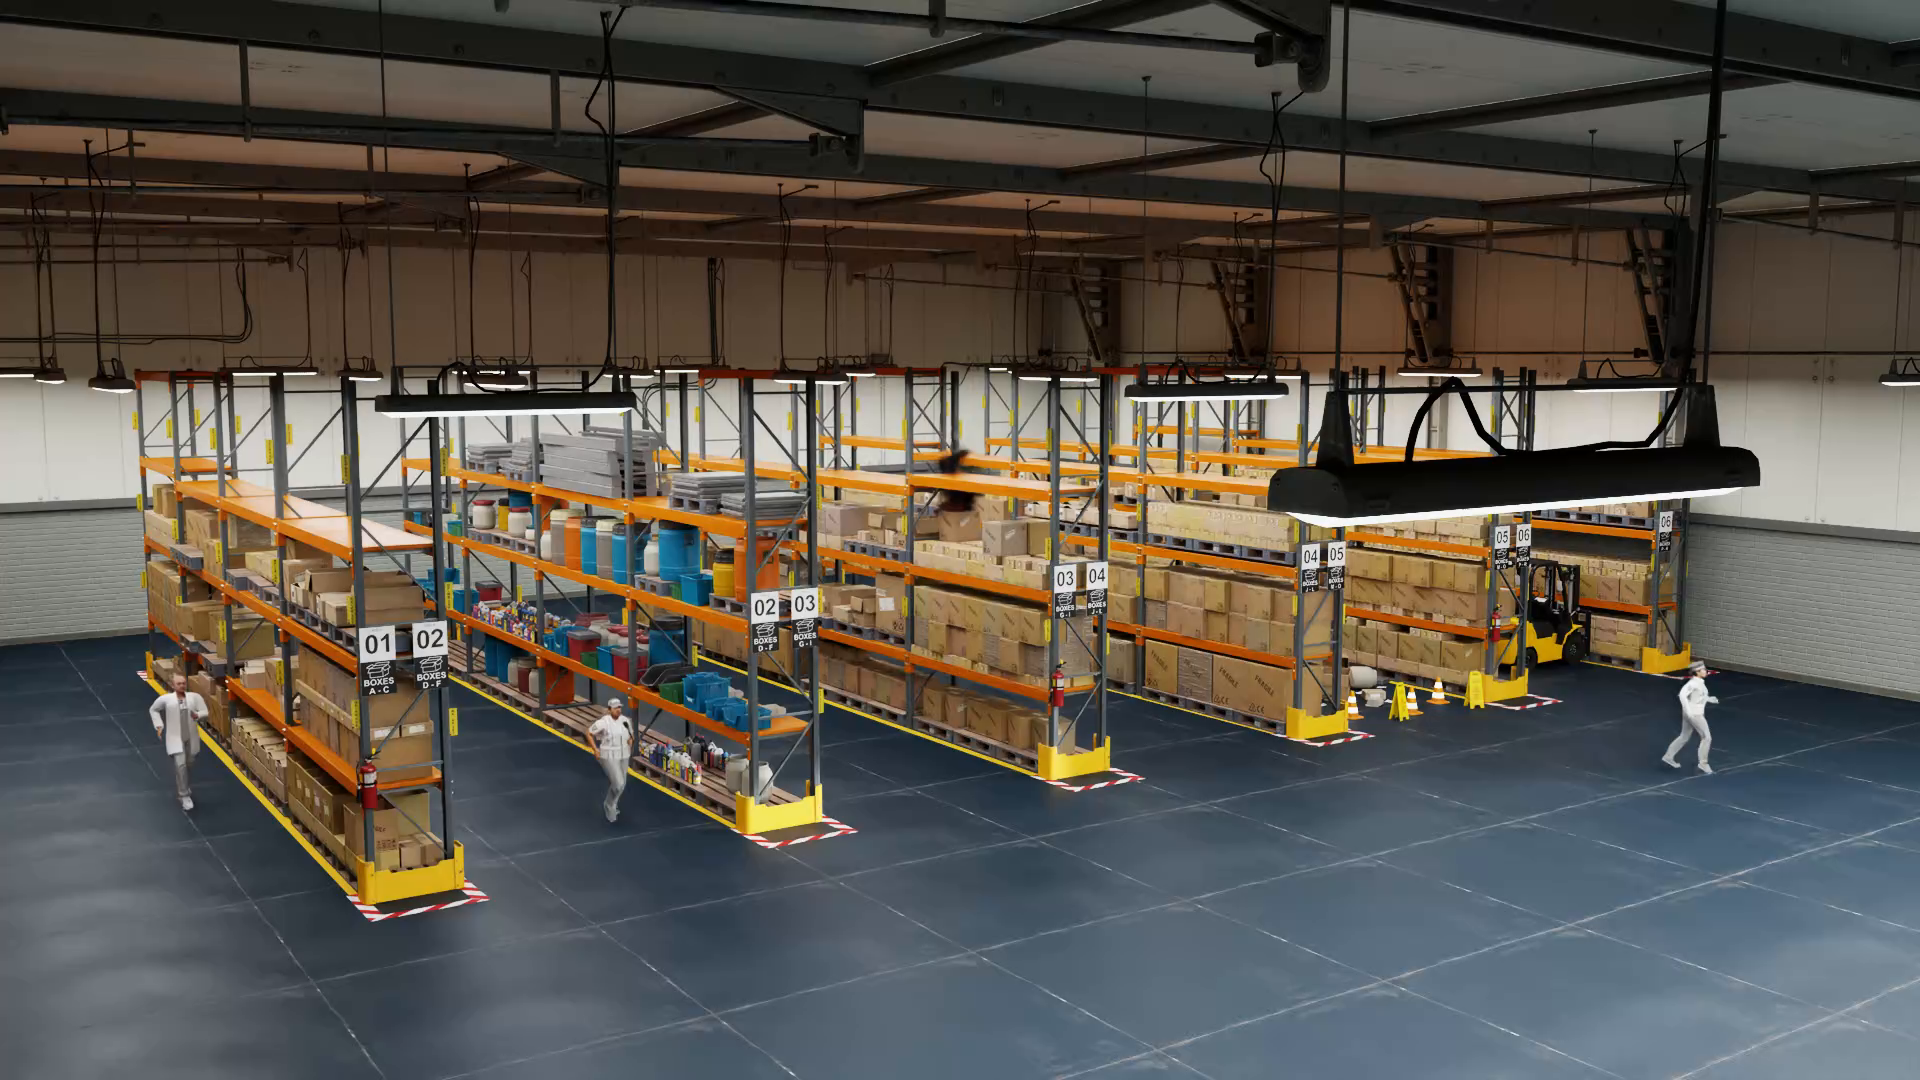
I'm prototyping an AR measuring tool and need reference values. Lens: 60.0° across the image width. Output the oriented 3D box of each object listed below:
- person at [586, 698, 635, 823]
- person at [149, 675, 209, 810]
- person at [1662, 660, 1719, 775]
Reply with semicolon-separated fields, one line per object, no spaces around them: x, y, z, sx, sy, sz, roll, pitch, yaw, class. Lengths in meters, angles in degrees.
-4.664;2.976;22.518;0.682;1.679;0.577;6;9;43;person
-10.919;2.898;23.362;0.687;1.600;0.990;-6;9;-42;person
11.056;2.666;25.118;0.751;1.743;0.600;2;7;15;person
